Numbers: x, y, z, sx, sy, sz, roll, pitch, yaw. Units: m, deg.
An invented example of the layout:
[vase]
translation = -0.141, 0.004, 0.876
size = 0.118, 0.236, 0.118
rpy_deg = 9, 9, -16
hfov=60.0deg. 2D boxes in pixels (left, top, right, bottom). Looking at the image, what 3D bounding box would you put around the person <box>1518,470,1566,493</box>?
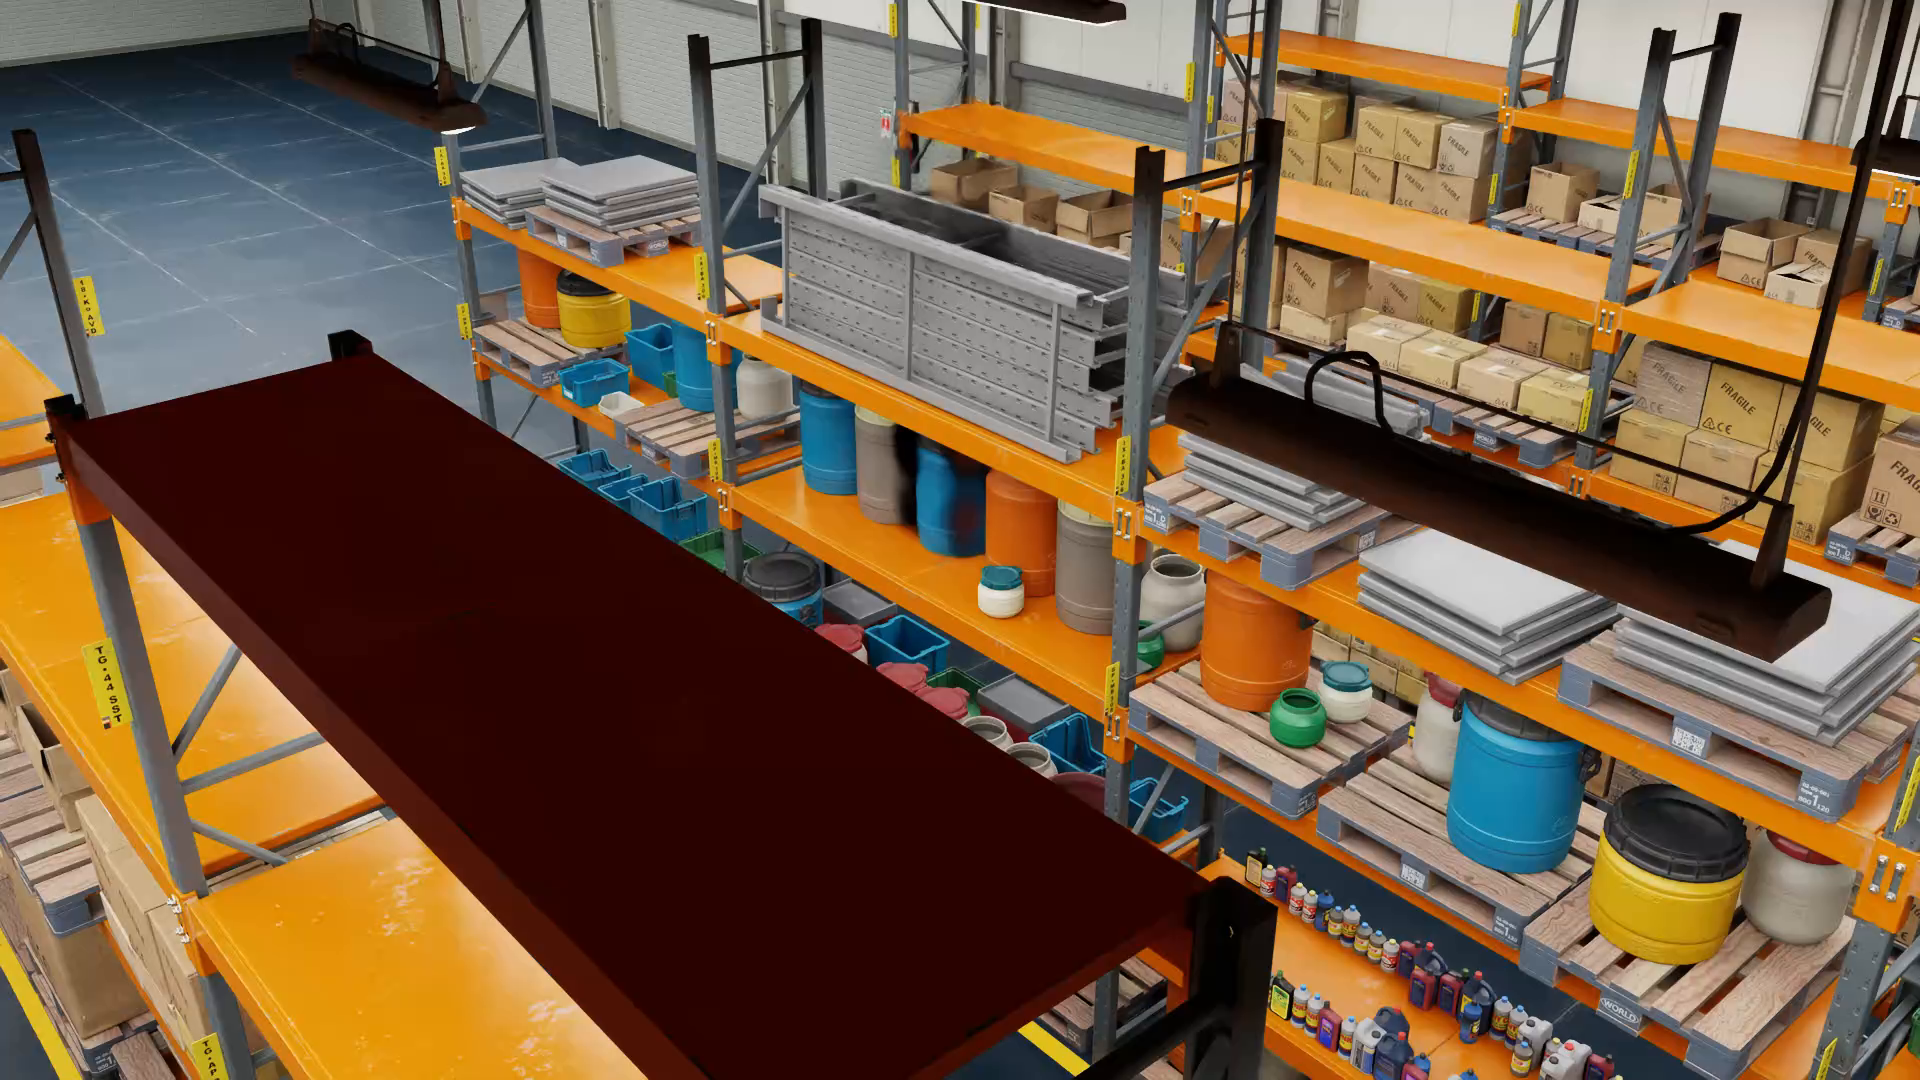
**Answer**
[person]
translation = 5.563, -0.207, 16.075
size = 0.701, 1.763, 0.760
rpy_deg = -22, 34, -37
